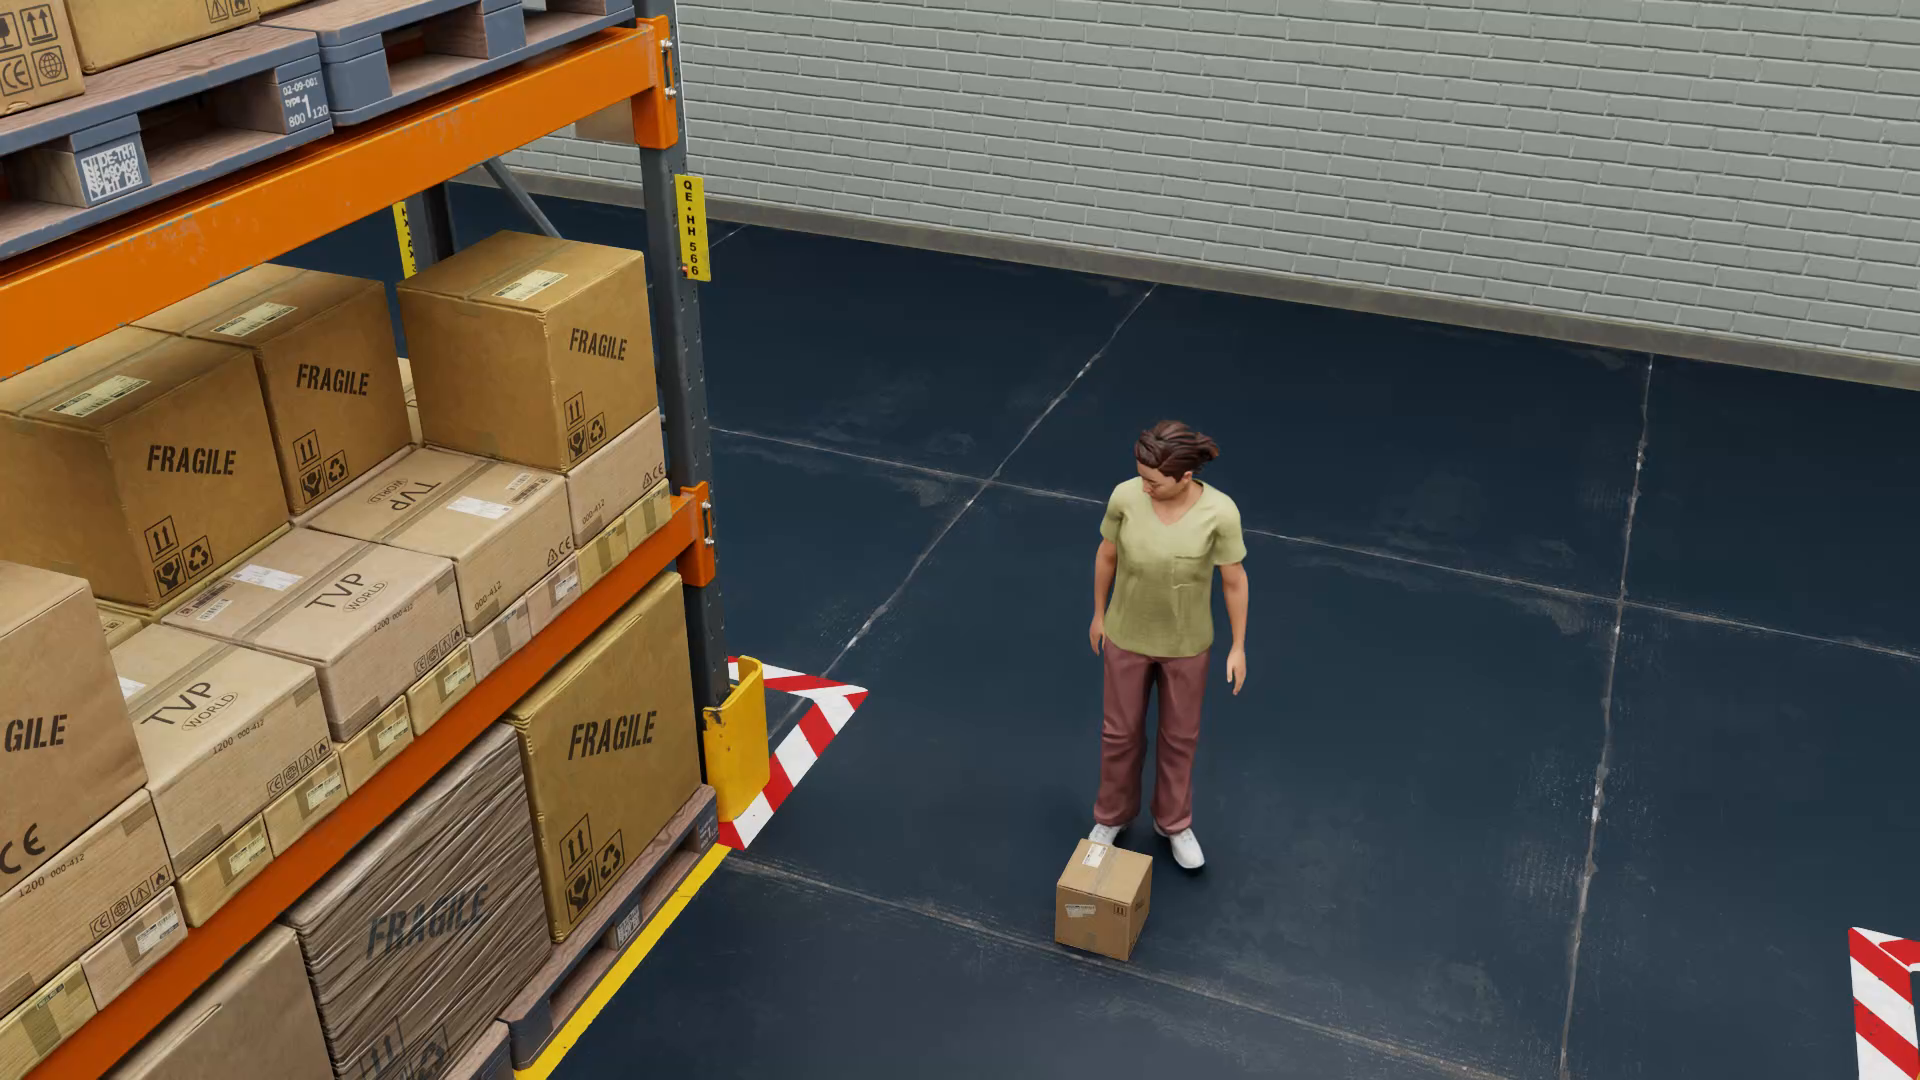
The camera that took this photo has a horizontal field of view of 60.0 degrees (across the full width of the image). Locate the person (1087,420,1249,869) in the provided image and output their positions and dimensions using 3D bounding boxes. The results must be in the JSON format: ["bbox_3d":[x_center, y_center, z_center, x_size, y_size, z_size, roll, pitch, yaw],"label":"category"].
[{"bbox_3d":[0.686,0.456,5.566,0.530,1.455,0.327,5,30,9],"label":"person"}]
